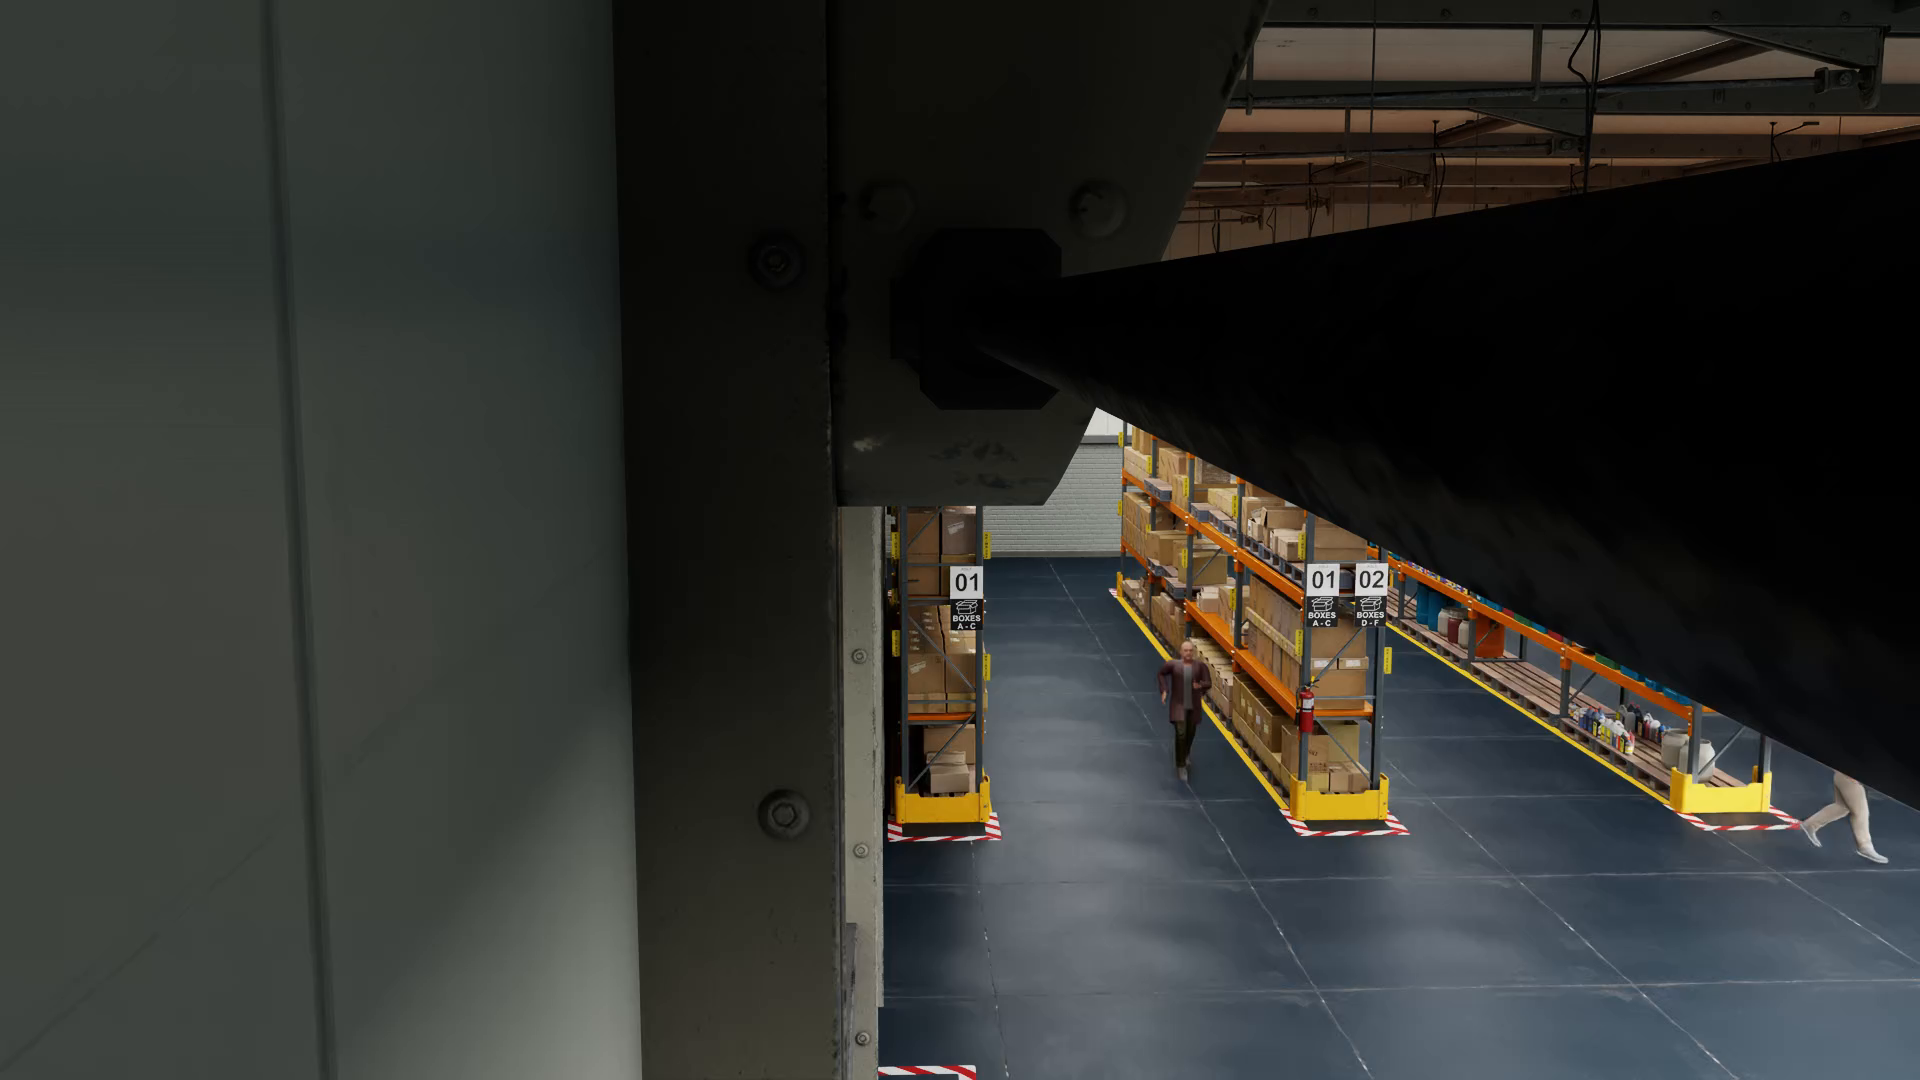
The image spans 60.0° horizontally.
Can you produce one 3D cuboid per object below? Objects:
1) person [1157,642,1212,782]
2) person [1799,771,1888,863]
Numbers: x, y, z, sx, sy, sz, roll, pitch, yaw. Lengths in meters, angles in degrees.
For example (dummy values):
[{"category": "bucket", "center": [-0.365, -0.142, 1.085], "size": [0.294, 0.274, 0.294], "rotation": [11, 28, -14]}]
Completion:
[{"category": "person", "center": [3.057, 2.281, 22.567], "size": [0.677, 1.837, 0.904], "rotation": [-1, 8, -6]}, {"category": "person", "center": [10.250, 2.769, 19.161], "size": [0.931, 1.732, 0.680], "rotation": [6, 10, 35]}]
